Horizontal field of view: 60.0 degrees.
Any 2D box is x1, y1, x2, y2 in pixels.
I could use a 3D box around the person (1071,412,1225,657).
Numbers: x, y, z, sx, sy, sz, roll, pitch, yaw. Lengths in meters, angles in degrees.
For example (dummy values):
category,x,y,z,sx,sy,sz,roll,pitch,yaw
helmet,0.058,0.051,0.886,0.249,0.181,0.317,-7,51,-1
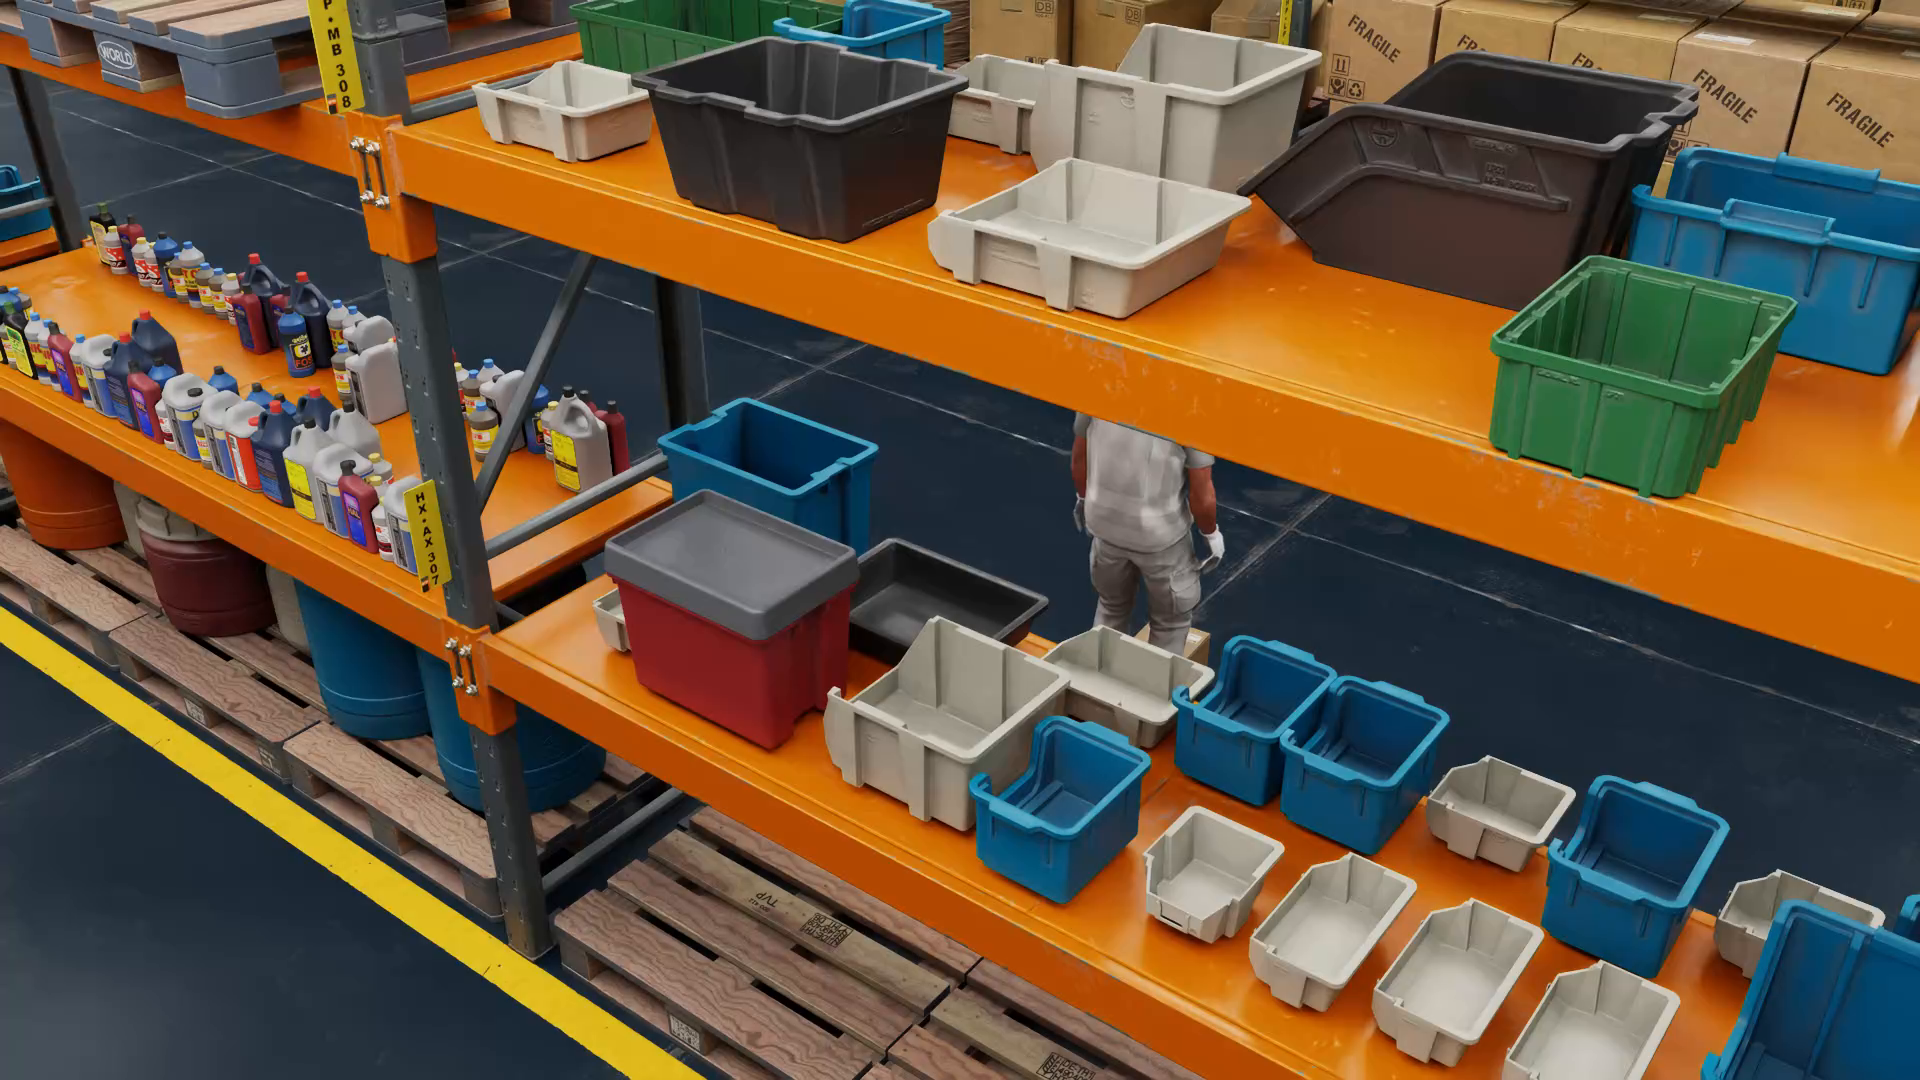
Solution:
category,x,y,z,sx,sy,sz,roll,pitch,yaw
person,0.696,-0.065,6.225,0.617,1.780,0.447,20,36,29
